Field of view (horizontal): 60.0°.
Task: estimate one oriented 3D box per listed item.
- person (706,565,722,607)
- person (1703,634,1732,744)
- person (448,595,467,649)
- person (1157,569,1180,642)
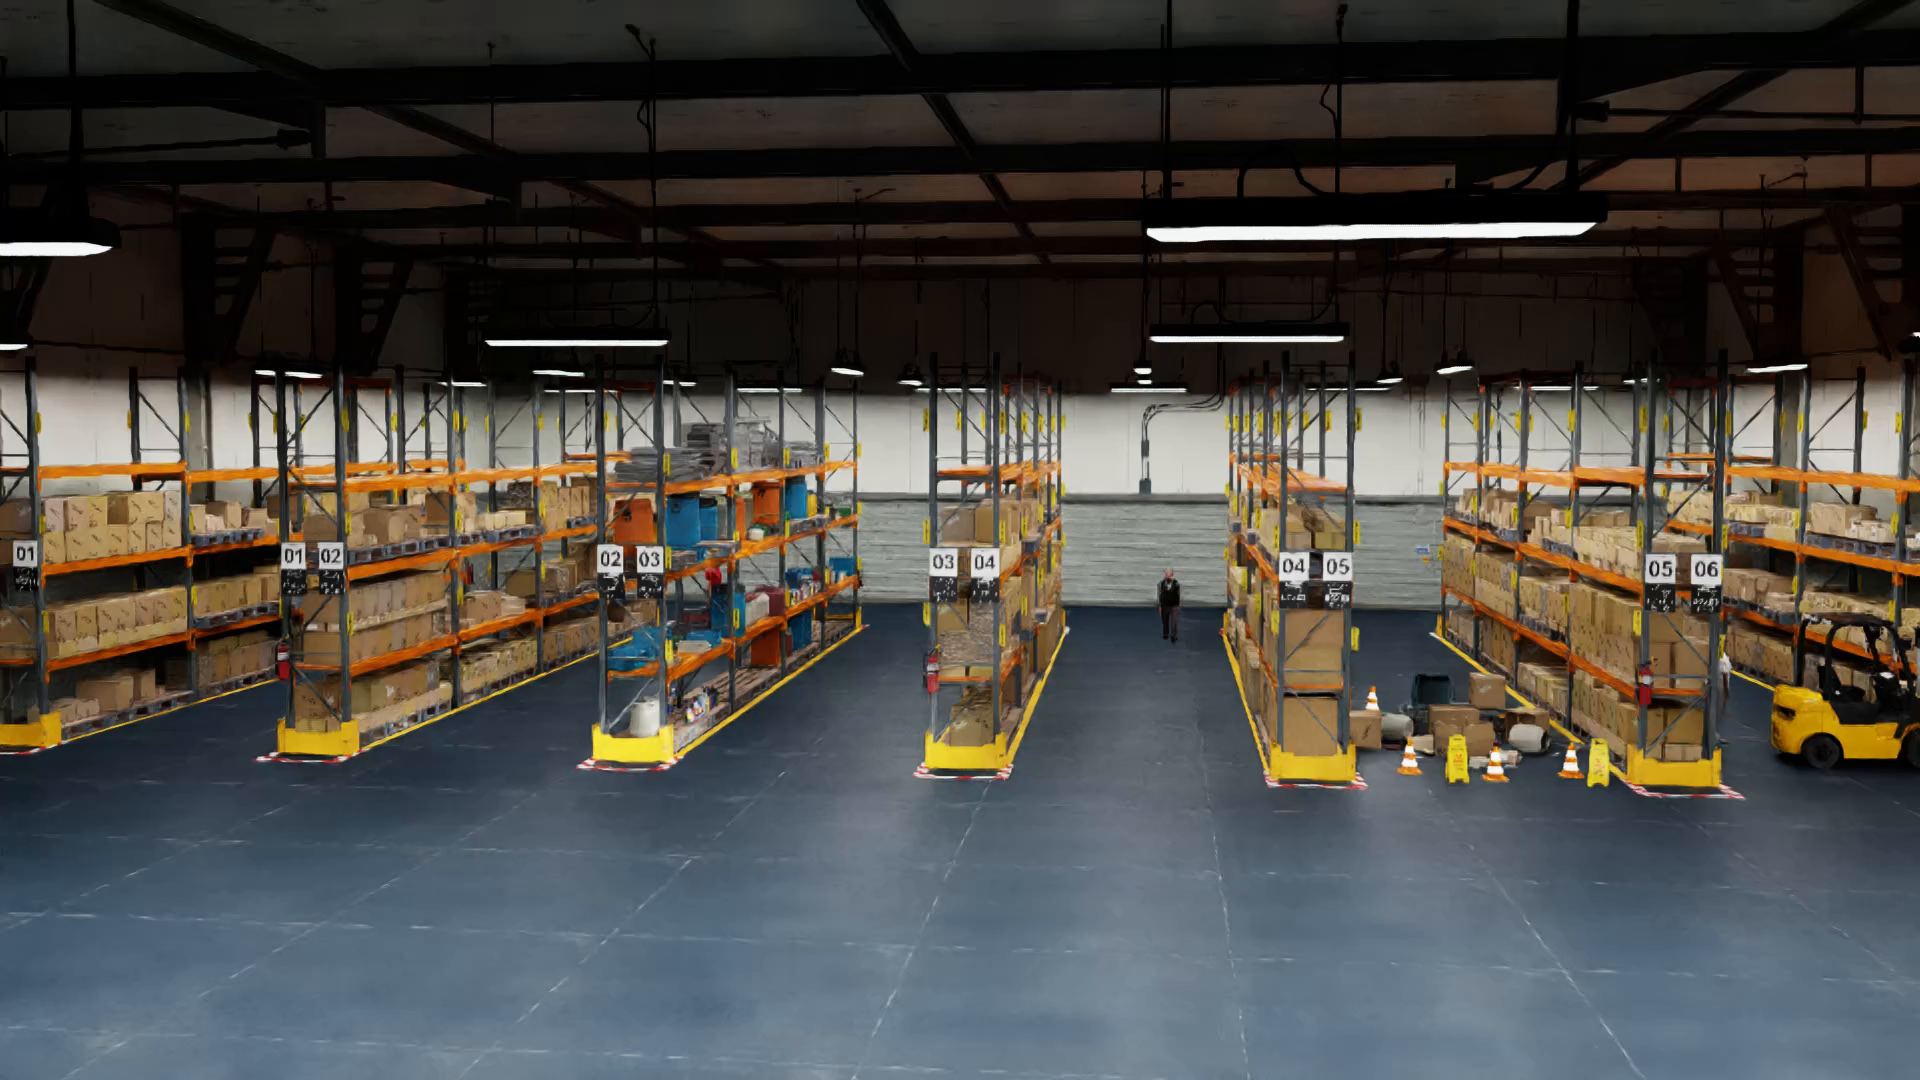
[{"bbox_3d":[-5.972,1.261,40.499,0.414,1.736,0.641,1,4,20],"label":"person"},{"bbox_3d":[11.854,2.306,26.023,0.375,1.679,0.575,-1,4,-9],"label":"person"},{"bbox_3d":[-10.407,1.803,34.455,0.566,1.541,0.519,0,4,4],"label":"person"},{"bbox_3d":[4.760,1.483,37.990,0.543,1.648,1.115,1,4,9],"label":"person"}]
